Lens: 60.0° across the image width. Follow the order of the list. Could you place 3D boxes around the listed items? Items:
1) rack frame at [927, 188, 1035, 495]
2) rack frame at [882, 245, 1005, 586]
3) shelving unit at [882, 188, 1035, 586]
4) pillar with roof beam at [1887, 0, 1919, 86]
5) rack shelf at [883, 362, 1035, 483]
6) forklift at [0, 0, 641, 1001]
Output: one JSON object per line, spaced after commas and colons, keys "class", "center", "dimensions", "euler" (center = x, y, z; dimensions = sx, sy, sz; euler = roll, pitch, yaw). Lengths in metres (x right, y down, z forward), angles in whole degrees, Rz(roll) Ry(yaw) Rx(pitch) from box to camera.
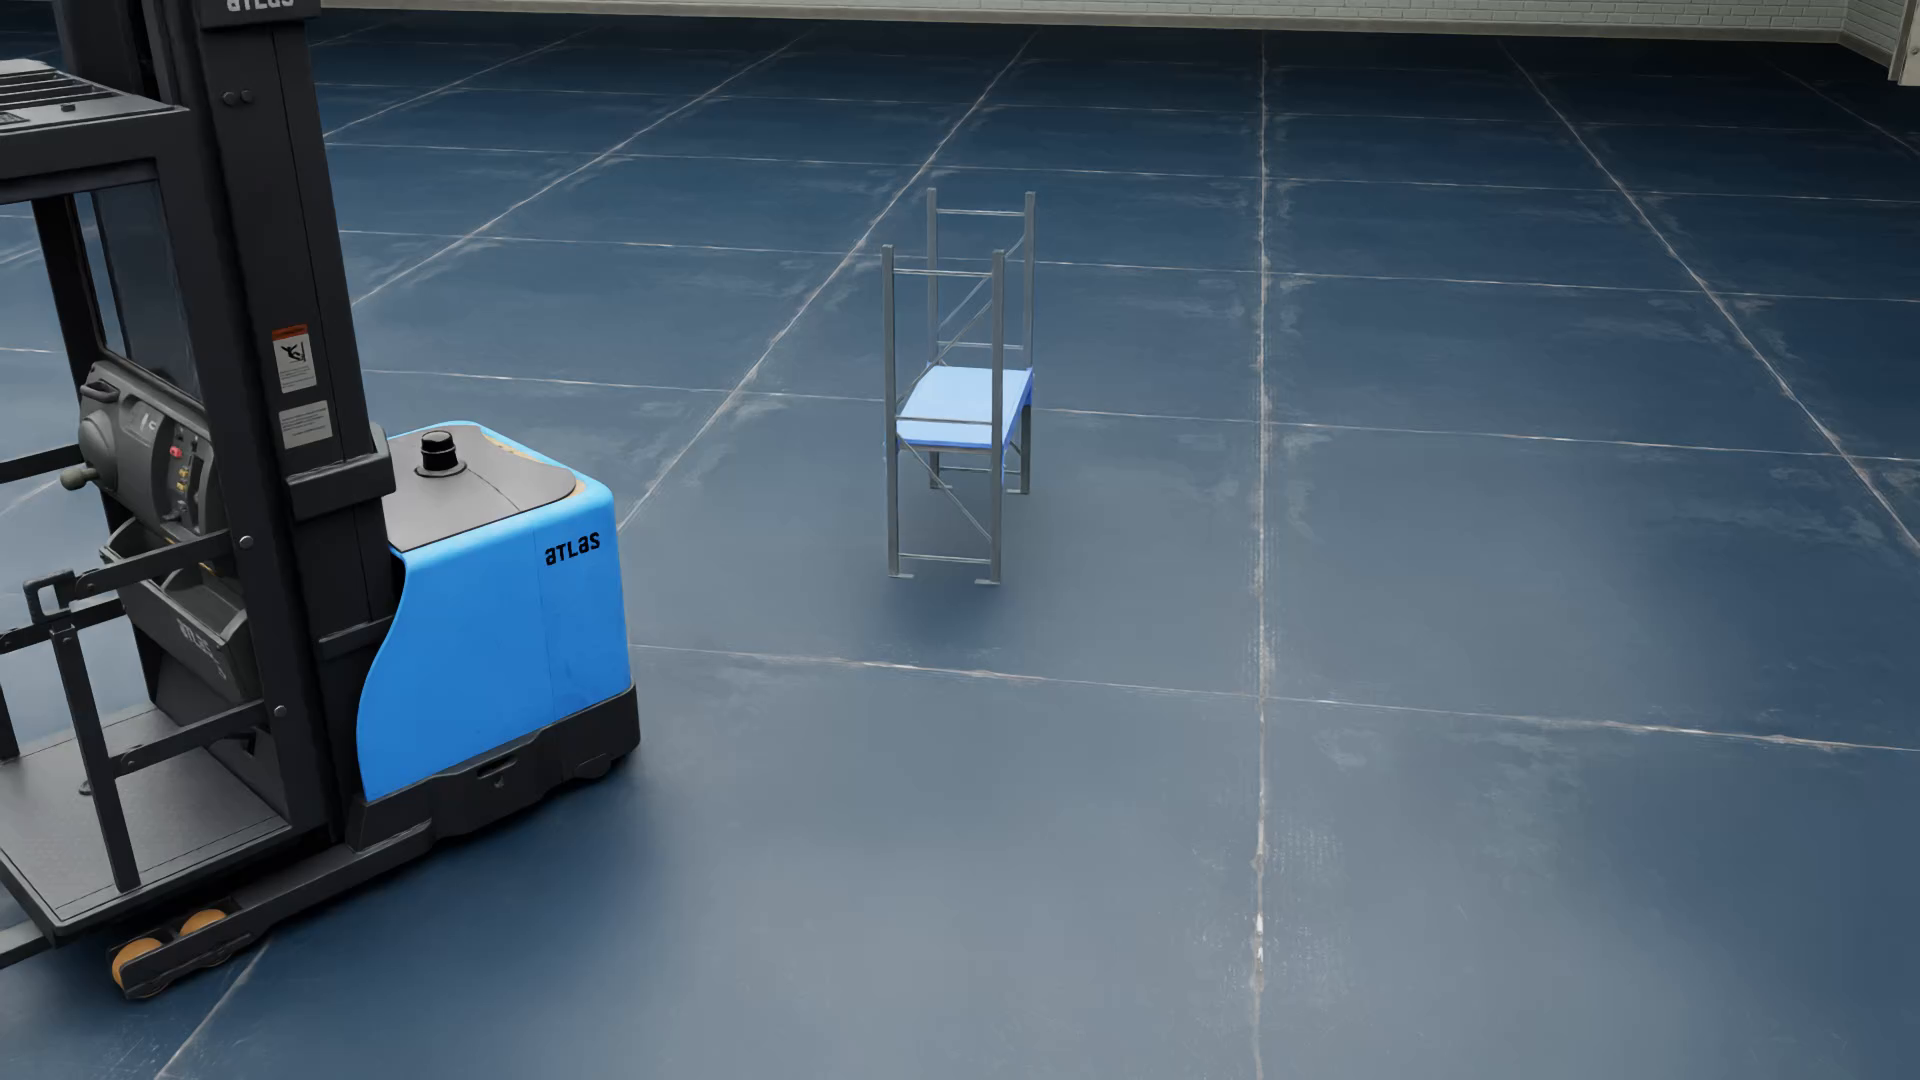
{"class": "rack frame", "center": [0.097, -0.928, 7.962], "dimensions": [0.500, 1.500, 0.032], "euler": [4, 25, 9]}
{"class": "rack frame", "center": [-0.069, -0.502, 7.054], "dimensions": [0.500, 1.500, 0.032], "euler": [4, 25, 9]}
{"class": "shelving unit", "center": [0.014, -0.715, 7.508], "dimensions": [0.538, 1.500, 1.048], "euler": [4, 25, 9]}
{"class": "pillar with roof beam", "center": [6.461, -9.542, 17.522], "dimensions": [9.100, 9.000, 0.400], "euler": [4, 25, 9]}
{"class": "rack shelf", "center": [0.014, -0.552, 7.585], "dimensions": [0.538, 0.185, 1.000], "euler": [4, 25, 9]}
{"class": "forklift", "center": [-2.551, -0.232, 4.789], "dimensions": [1.130, 2.935, 3.031], "euler": [23, 33, 40]}
